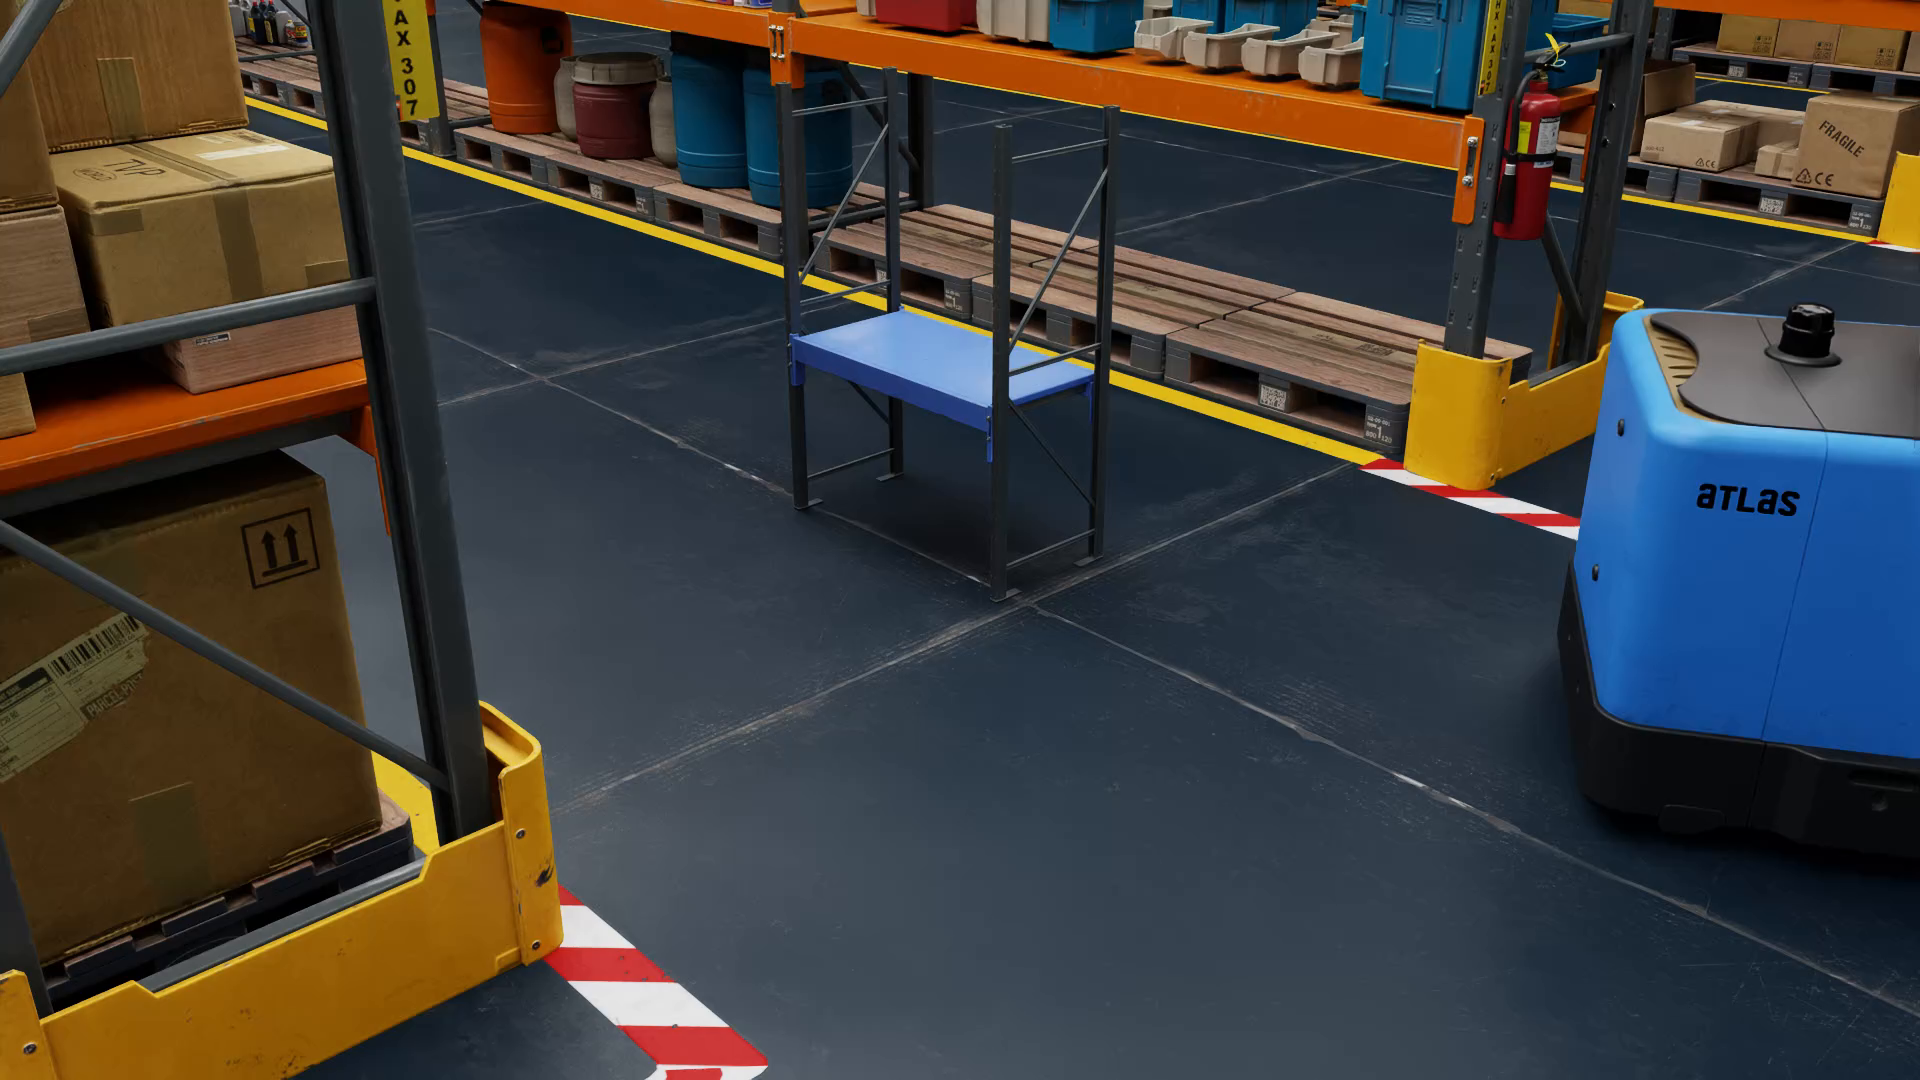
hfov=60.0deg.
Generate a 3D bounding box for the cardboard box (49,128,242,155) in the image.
[{"bbox_3d":[-1.922,-0.795,3.701,0.500,0.250,0.500,-22,32,-39],"label":"cardboard box"}]

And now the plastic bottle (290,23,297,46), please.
[{"bbox_3d":[-5.985,-4.570,14.994,0.097,0.201,0.097,0,25,0],"label":"plastic bottle"}]

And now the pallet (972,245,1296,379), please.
[{"bbox_3d":[0.819,-1.117,7.944,1.003,0.211,1.213,-21,32,-38],"label":"pallet"}]

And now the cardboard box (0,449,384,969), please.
[{"bbox_3d":[-1.927,0.254,3.633,0.875,0.875,0.875,-21,32,-38],"label":"cardboard box"}]

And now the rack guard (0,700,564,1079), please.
[{"bbox_3d":[-1.415,0.794,3.407,1.175,0.500,0.348,-21,32,-38],"label":"rack guard"}]

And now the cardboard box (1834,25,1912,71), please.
[{"bbox_3d":[7.808,-4.267,13.994,0.700,0.500,0.500,-20,31,-37],"label":"cardboard box"}]

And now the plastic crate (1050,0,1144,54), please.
[{"bbox_3d":[0.593,-2.256,7.211,0.416,0.233,0.300,-21,32,-38],"label":"plastic crate"}]

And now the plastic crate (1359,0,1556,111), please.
[{"bbox_3d":[1.819,-1.847,6.070,0.616,0.435,0.499,-21,32,-38],"label":"plastic crate"}]

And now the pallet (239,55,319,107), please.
[{"bbox_3d":[-5.453,-3.895,14.035,1.003,0.211,1.213,-21,32,-38],"label":"pallet"}]

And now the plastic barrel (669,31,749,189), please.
[{"bbox_3d":[-1.393,-2.588,9.831,0.600,0.901,0.708,-21,32,-38],"label":"plastic barrel"}]

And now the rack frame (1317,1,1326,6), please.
[{"bbox_3d":[3.948,-6.990,17.457,1.000,3.000,0.127,-21,32,-38],"label":"rack frame"}]

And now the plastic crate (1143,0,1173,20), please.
[{"bbox_3d":[0.860,-2.432,7.713,0.293,0.136,0.466,-21,32,-38],"label":"plastic crate"}]

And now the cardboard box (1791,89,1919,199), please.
[{"bbox_3d":[5.251,-2.317,9.697,0.500,0.500,0.500,-21,32,-38],"label":"cardboard box"}]

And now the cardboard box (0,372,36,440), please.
[{"bbox_3d":[-1.915,-0.251,2.988,0.380,0.149,0.250,-20,32,-38],"label":"cardboard box"}]

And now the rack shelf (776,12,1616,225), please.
[{"bbox_3d":[0.817,-2.034,7.461,1.077,0.370,4.000,-21,32,-38],"label":"rack shelf"}]

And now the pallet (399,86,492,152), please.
[{"bbox_3d":[-3.785,-3.156,12.414,1.003,0.211,1.213,-21,32,-38],"label":"pallet"}]

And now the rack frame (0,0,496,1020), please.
[{"bbox_3d":[-1.431,-0.350,2.904,1.000,3.000,0.127,-21,32,-38],"label":"rack frame"}]

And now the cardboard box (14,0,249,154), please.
[{"bbox_3d":[-1.904,-1.132,3.536,0.500,0.500,0.500,-22,33,-40],"label":"cardboard box"}]

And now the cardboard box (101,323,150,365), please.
[{"bbox_3d":[-1.609,-0.515,3.566,0.380,0.149,0.250,-22,32,-39],"label":"cardboard box"}]

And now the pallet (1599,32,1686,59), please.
[{"bbox_3d":[6.100,-4.721,15.845,1.003,0.211,1.213,-21,32,-38],"label":"pallet"}]

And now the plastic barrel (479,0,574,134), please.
[{"bbox_3d":[-2.937,-3.239,11.346,0.600,0.830,0.708,-21,32,-38],"label":"plastic barrel"}]

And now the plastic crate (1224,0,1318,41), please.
[{"bbox_3d":[1.356,-2.274,7.249,0.416,0.233,0.300,-21,32,-38],"label":"plastic crate"}]

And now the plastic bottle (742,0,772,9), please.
[{"bbox_3d":[-1.055,-2.939,8.727,0.152,0.276,0.135,-21,32,-38],"label":"plastic bottle"}]

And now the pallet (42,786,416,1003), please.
[{"bbox_3d":[-2.035,0.698,3.965,1.003,0.211,1.213,-21,32,-38],"label":"pallet"}]

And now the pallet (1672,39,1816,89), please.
[{"bbox_3d":[7.145,-4.256,14.826,1.003,0.211,1.213,-21,32,-38],"label":"pallet"}]

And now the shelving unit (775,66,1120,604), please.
[{"bbox_3d":[-0.058,-0.708,5.495,0.538,1.500,1.048,-21,32,-38],"label":"shelving unit"}]

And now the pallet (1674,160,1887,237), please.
[{"bbox_3d":[5.205,-2.155,10.220,1.003,0.211,1.213,-21,32,-38],"label":"pallet"}]

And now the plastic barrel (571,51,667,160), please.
[{"bbox_3d":[-2.165,-2.788,10.646,0.600,0.588,0.708,-21,32,-38],"label":"plastic barrel"}]

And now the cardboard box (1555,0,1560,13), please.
[{"bbox_3d":[5.533,-5.419,16.099,0.750,0.750,0.750,-20,31,-37],"label":"cardboard box"}]

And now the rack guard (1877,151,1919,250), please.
[{"bbox_3d":[5.751,-2.045,9.631,1.175,0.500,0.348,-21,32,-38],"label":"rack guard"}]

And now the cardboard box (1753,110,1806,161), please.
[{"bbox_3d":[5.296,-2.505,10.411,0.500,0.250,0.500,-21,32,-38],"label":"cardboard box"}]

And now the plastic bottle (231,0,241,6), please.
[{"bbox_3d":[-6.813,-4.991,15.737,0.144,0.351,0.185,-20,31,-36],"label":"plastic bottle"}]

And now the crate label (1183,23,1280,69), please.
[{"bbox_3d":[1.099,-2.028,6.826,0.396,0.136,0.243,-21,32,-38],"label":"crate label"}]

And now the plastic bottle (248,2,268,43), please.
[{"bbox_3d":[-6.372,-4.707,15.116,0.144,0.351,0.185,-21,32,-38],"label":"plastic bottle"}]

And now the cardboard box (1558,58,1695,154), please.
[{"bbox_3d":[4.356,-2.868,10.900,0.797,0.503,0.637,-21,32,-38],"label":"cardboard box"}]

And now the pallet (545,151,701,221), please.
[{"bbox_3d":[-1.885,-2.314,10.568,1.003,0.211,1.213,-21,32,-38],"label":"pallet"}]

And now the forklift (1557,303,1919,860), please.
[{"bbox_3d":[3.141,-0.659,3.663,3.031,2.935,1.130,6,25,13],"label":"forklift"}]

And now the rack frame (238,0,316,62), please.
[{"bbox_3d":[-6.018,-5.391,13.953,1.000,3.000,0.127,-21,32,-38],"label":"rack frame"}]

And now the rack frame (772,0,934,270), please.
[{"bbox_3d":[-0.550,-2.967,8.640,1.000,3.000,0.127,-21,32,-38],"label":"rack frame"}]

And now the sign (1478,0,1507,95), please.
[{"bbox_3d":[1.794,-1.669,5.597,0.100,0.325,0.005,-21,32,-38],"label":"sign"}]

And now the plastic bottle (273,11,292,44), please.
[{"bbox_3d":[-6.156,-4.663,15.109,0.152,0.276,0.135,-20,31,-37],"label":"plastic bottle"}]

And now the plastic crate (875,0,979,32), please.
[{"bbox_3d":[-0.122,-2.682,7.866,0.402,0.464,0.583,-21,32,-38],"label":"plastic crate"}]

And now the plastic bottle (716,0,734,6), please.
[{"bbox_3d":[-1.246,-2.999,8.851,0.061,0.283,0.133,-21,32,-38],"label":"plastic bottle"}]

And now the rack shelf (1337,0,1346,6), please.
[{"bbox_3d":[1.702,-4.650,13.196,1.077,0.370,4.000,-21,32,-38],"label":"rack shelf"}]

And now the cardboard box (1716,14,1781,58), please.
[{"bbox_3d":[7.118,-4.576,14.672,0.700,0.500,0.500,-21,32,-38],"label":"cardboard box"}]

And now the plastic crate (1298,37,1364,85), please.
[{"bbox_3d":[1.495,-1.858,6.455,0.396,0.136,0.243,-21,32,-38],"label":"plastic crate"}]

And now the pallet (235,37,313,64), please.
[{"bbox_3d":[-6.446,-4.338,15.004,1.003,0.211,1.213,-21,32,-38],"label":"pallet"}]

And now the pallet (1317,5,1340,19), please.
[{"bbox_3d":[4.432,-5.461,17.466,1.003,0.211,1.213,-21,32,-38],"label":"pallet"}]

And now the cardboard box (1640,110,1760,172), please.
[{"bbox_3d":[4.624,-2.500,10.398,0.500,0.250,0.500,-21,32,-38],"label":"cardboard box"}]

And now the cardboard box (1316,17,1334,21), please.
[{"bbox_3d":[2.543,-3.808,12.966,0.500,0.500,0.500,-21,32,-38],"label":"cardboard box"}]

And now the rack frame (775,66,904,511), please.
[{"bbox_3d":[-0.406,-0.862,5.833,0.500,1.500,0.032,-21,32,-38],"label":"rack frame"}]

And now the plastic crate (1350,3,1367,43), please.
[{"bbox_3d":[1.806,-2.074,6.812,0.416,0.233,0.300,-21,32,-38],"label":"plastic crate"}]

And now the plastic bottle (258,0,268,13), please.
[{"bbox_3d":[-6.395,-4.805,15.331,0.185,0.351,0.144,22,33,40],"label":"plastic bottle"}]
